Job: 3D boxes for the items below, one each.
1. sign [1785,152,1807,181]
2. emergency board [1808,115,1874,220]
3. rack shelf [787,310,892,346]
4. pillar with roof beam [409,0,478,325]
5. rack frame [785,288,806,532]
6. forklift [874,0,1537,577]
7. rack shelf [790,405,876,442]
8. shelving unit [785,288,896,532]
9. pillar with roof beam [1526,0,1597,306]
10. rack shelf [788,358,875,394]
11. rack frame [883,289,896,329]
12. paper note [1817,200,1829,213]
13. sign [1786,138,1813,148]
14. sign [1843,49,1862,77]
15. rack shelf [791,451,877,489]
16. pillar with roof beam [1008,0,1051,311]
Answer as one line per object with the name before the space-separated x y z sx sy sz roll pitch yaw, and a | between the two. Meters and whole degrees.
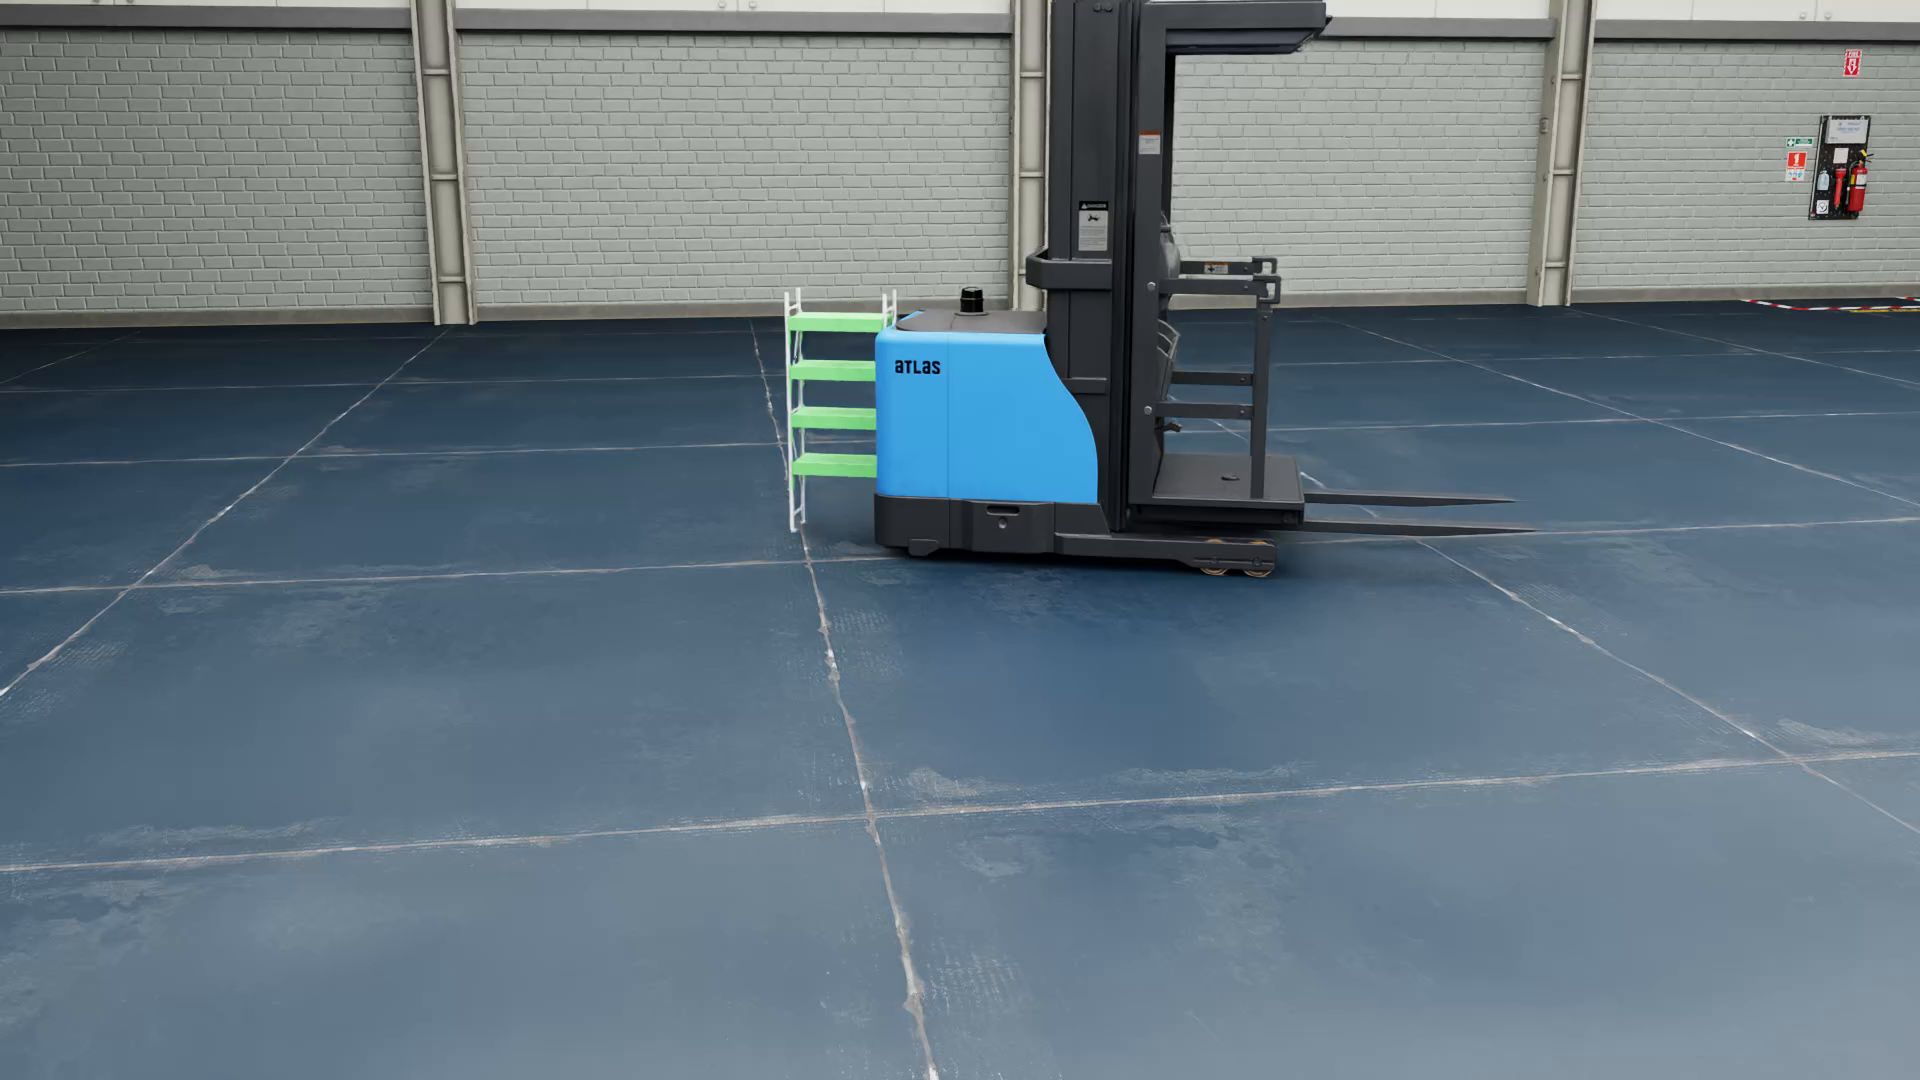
sign | 9.593 -4.288 19.081 0.234 0.329 0.001 -2 14 -8
emergency board | 10.155 -4.266 19.067 0.643 1.169 0.194 -2 14 -8
rack shelf | -0.586 -1.044 8.206 0.480 0.148 0.258 2 14 9
pillar with roof beam | -4.553 -5.569 11.927 0.400 9.000 9.100 -2 14 -8
rack frame | -0.826 -0.650 8.347 0.015 1.200 0.240 2 14 9
forklift | 1.158 -1.391 7.745 3.031 2.935 1.130 2 14 9
rack shelf | -0.586 -0.578 8.323 0.480 0.148 0.258 2 14 9
shelving unit | -0.586 -0.640 8.307 0.503 1.200 0.258 2 14 9
pillar with roof beam | 7.313 -6.004 13.661 0.400 9.000 9.100 -2 14 -8
rack shelf | -0.586 -0.811 8.265 0.480 0.148 0.258 2 14 9
rack frame | -0.345 -0.630 8.268 0.015 1.200 0.240 2 14 9
paper note | 9.970 -3.849 19.215 0.142 0.148 0.016 -2 14 -8
sign | 9.599 -4.543 19.009 0.331 0.109 0.001 -2 14 -8
sign | 10.133 -5.414 18.879 0.199 0.298 0.001 -2 14 -8
rack shelf | -0.586 -0.345 8.381 0.480 0.148 0.258 2 14 9
pillar with roof beam | 1.380 -5.786 12.794 0.400 9.000 9.100 -2 14 -8
